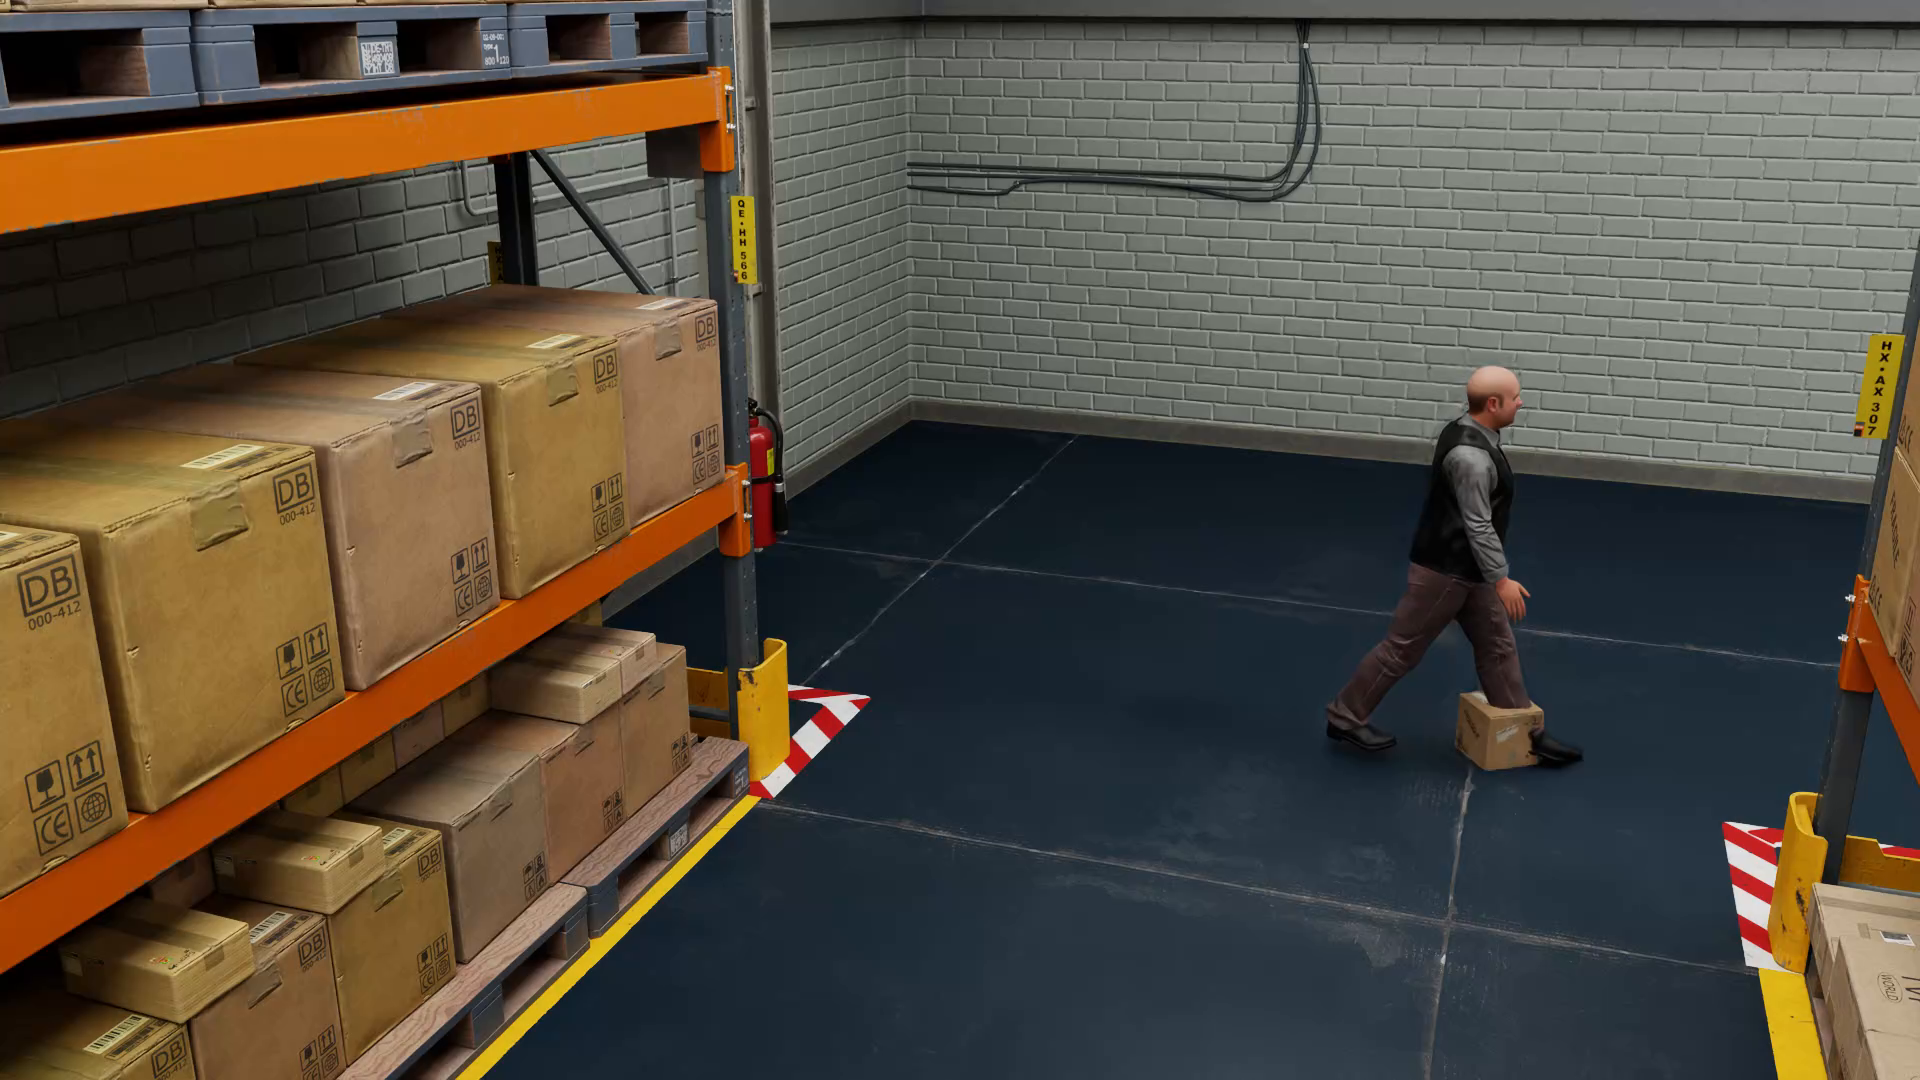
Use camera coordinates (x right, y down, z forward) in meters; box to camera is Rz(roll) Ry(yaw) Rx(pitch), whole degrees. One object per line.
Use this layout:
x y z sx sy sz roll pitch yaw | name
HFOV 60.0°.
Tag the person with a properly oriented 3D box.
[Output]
2.069 0.111 6.754 1.045 1.667 0.556 7 20 20 | person
